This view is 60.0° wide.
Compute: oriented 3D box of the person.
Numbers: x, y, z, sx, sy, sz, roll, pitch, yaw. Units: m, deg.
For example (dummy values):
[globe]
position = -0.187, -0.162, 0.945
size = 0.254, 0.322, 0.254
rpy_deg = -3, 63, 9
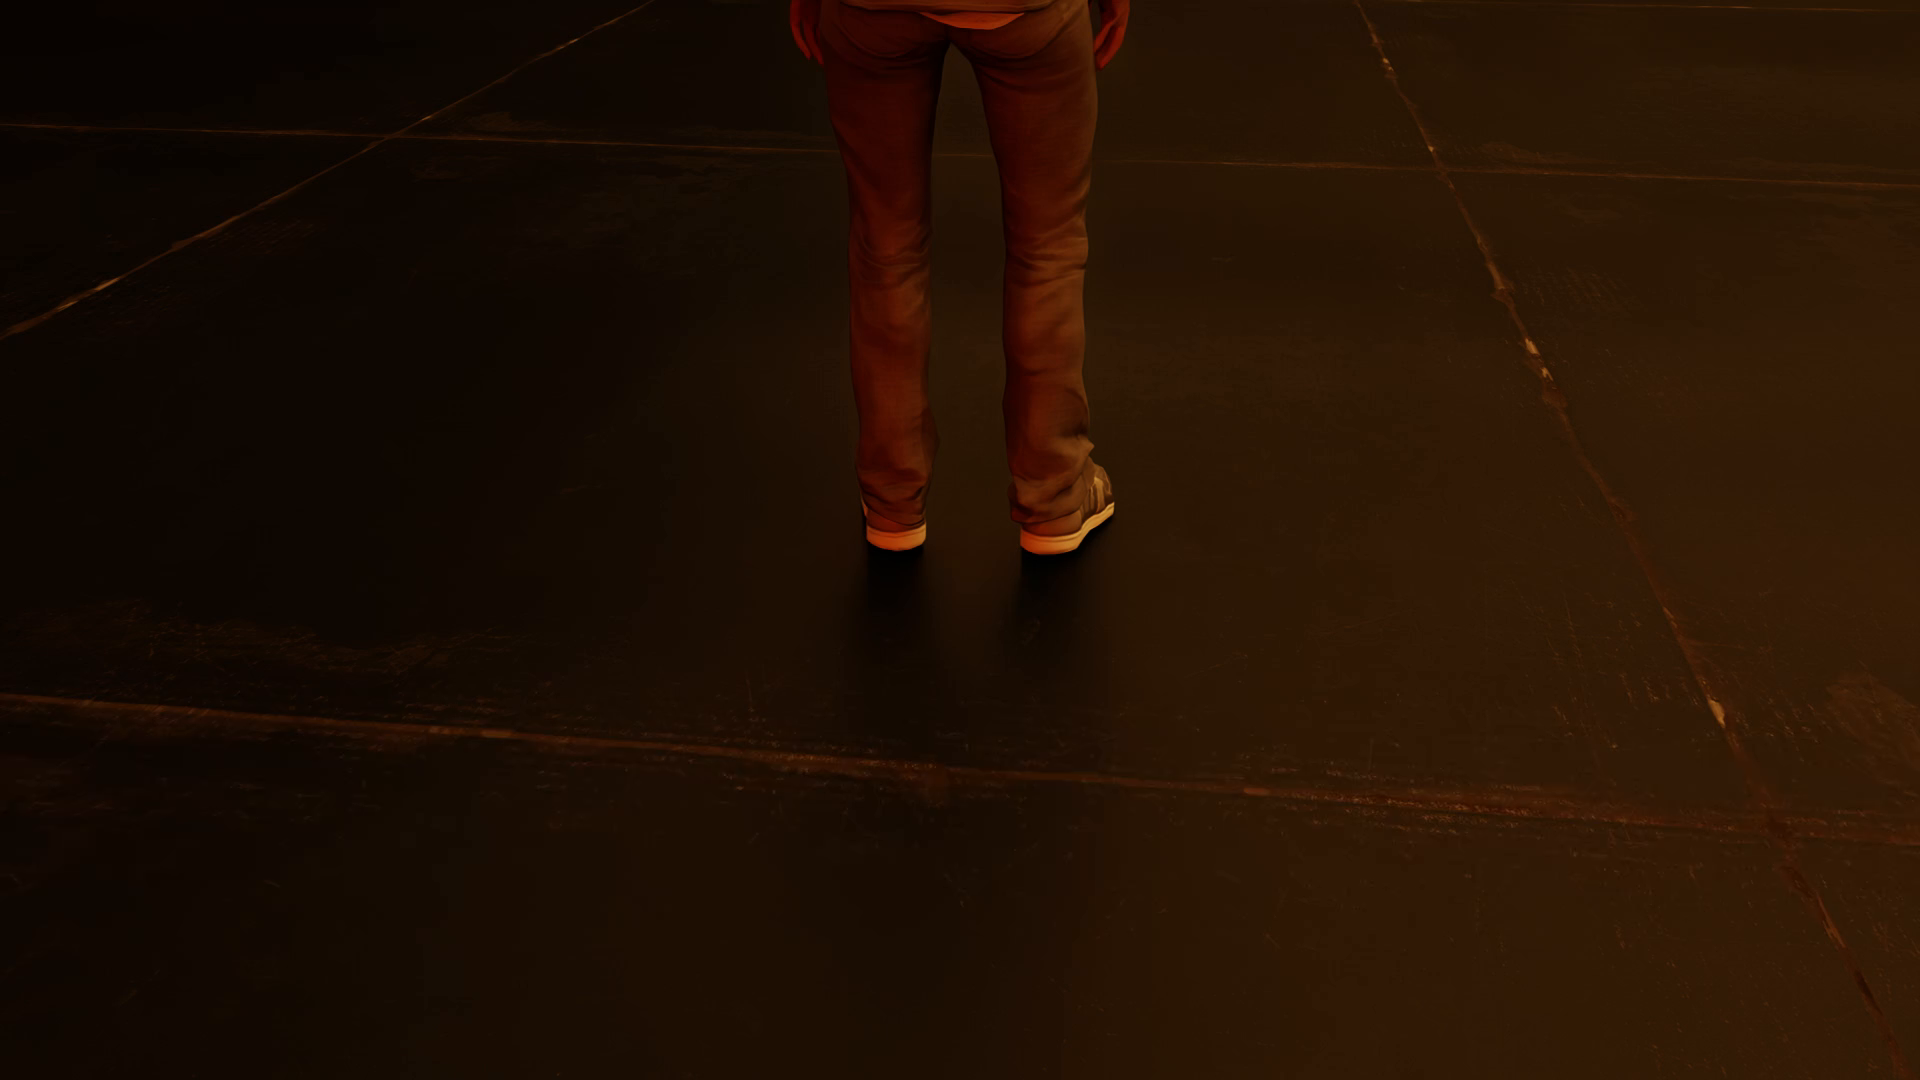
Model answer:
[person]
position = -0.003, -0.717, 2.167
size = 0.467, 1.581, 0.344
rpy_deg = 3, 27, 5
